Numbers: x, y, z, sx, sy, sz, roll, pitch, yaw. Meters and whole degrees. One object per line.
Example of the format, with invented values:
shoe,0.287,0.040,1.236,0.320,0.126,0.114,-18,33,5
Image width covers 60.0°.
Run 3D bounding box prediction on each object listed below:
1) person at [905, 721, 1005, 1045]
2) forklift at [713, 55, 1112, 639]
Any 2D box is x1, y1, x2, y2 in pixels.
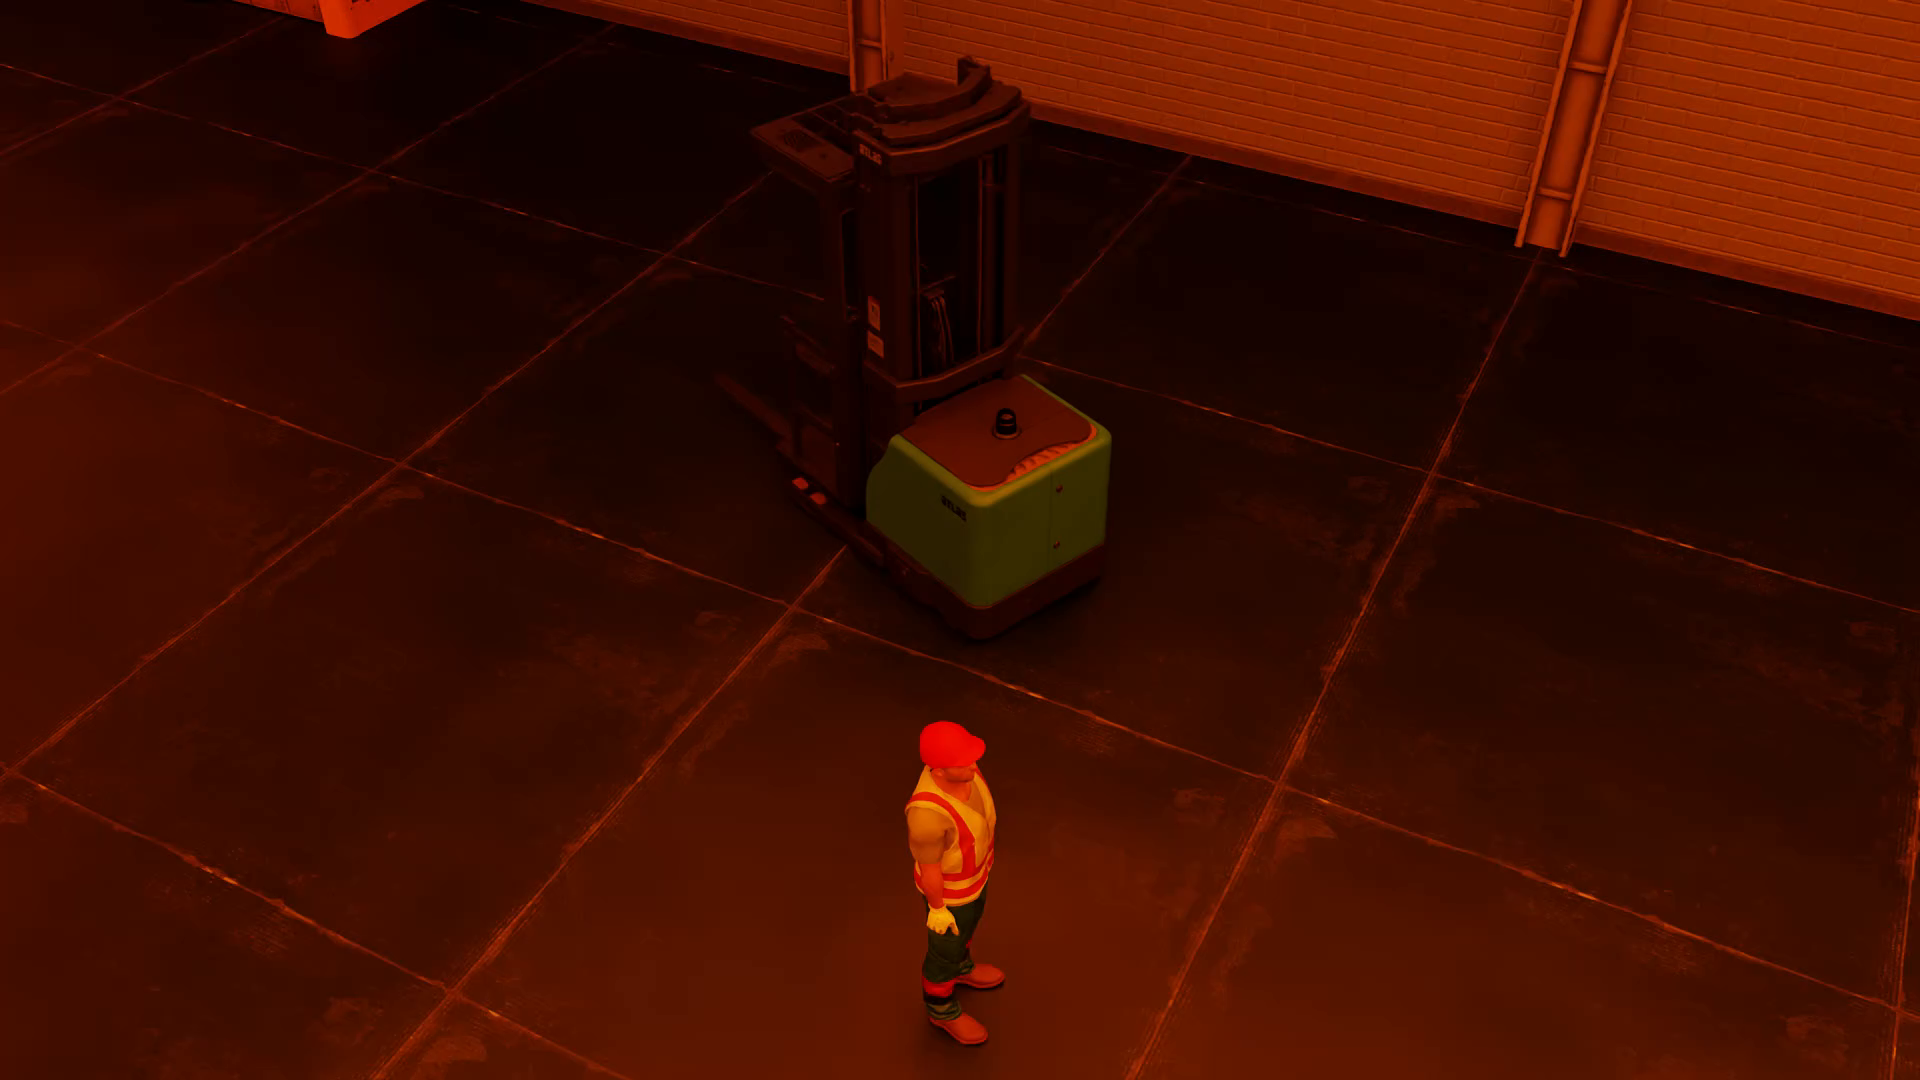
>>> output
person,-0.005,1.443,7.161,0.381,1.794,0.526,11,41,13
forklift,-0.453,-1.438,9.694,1.130,2.935,3.031,-28,47,-29
